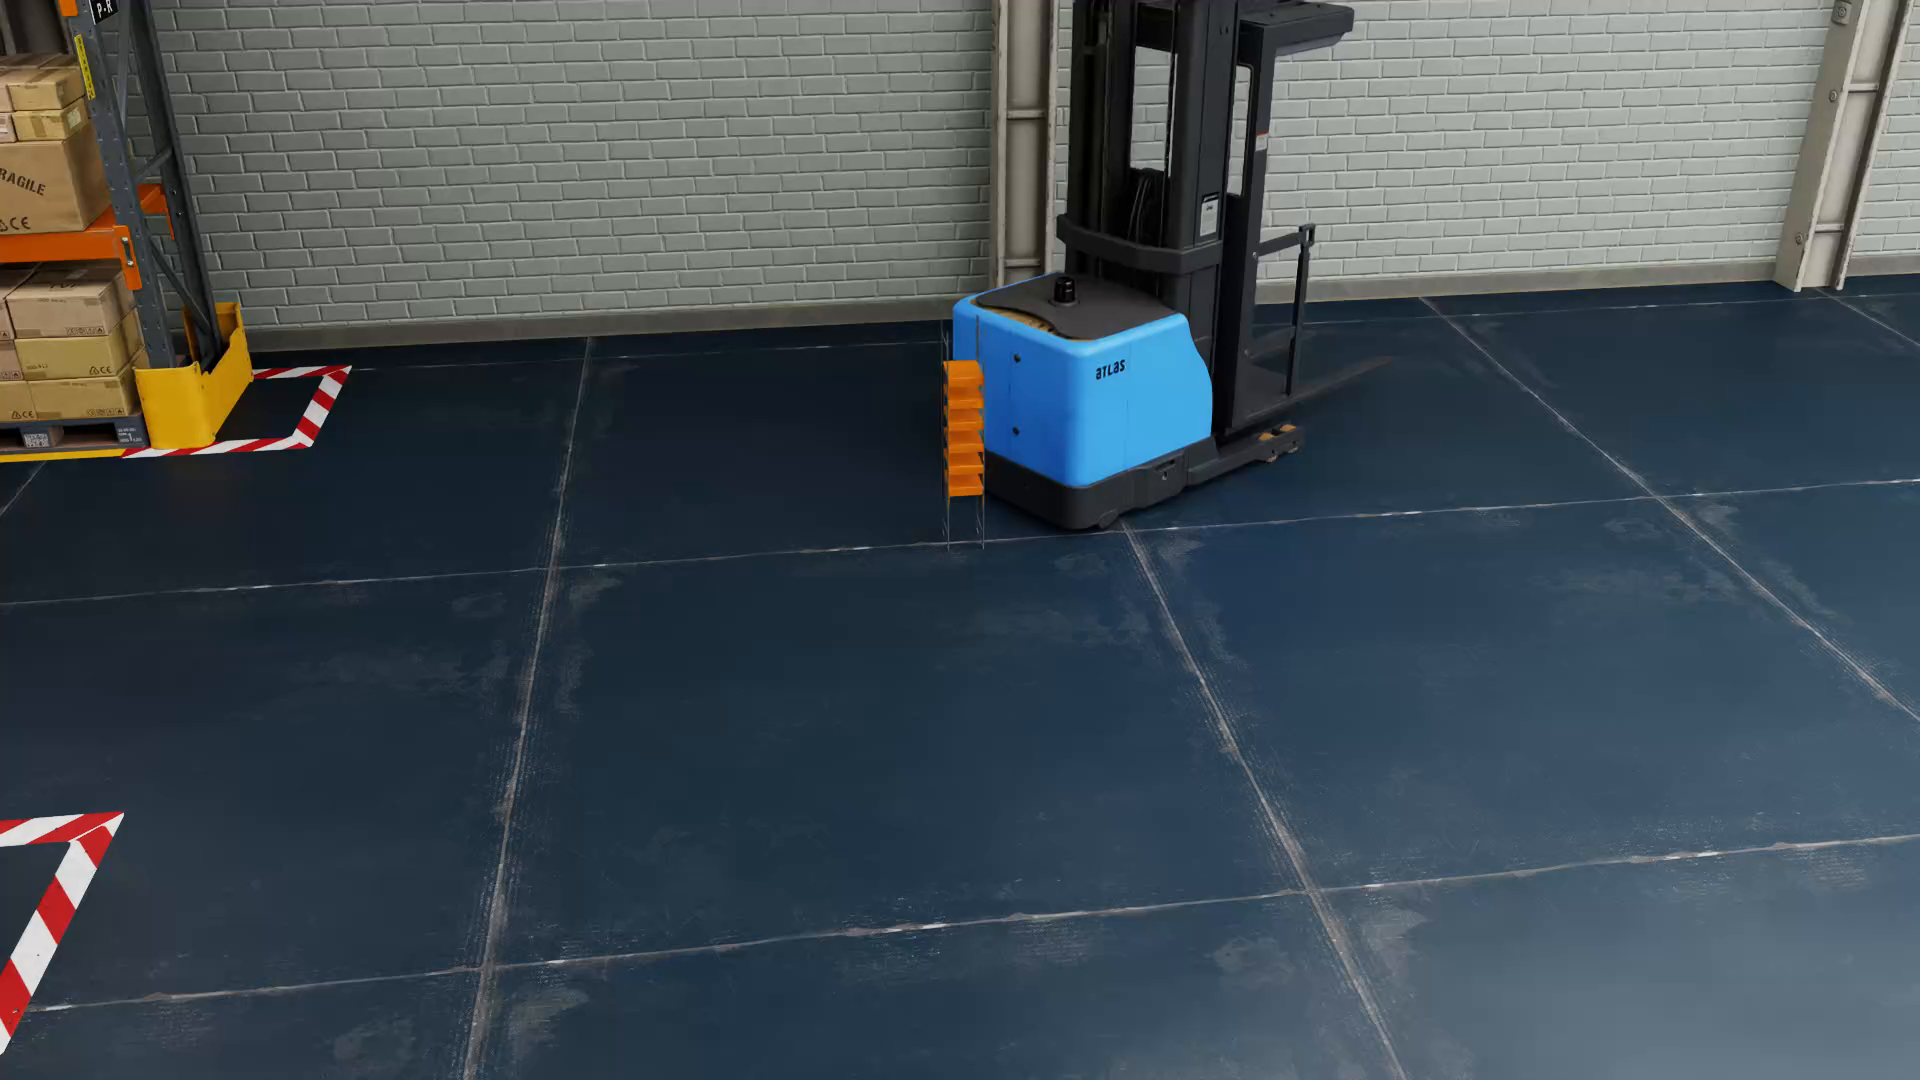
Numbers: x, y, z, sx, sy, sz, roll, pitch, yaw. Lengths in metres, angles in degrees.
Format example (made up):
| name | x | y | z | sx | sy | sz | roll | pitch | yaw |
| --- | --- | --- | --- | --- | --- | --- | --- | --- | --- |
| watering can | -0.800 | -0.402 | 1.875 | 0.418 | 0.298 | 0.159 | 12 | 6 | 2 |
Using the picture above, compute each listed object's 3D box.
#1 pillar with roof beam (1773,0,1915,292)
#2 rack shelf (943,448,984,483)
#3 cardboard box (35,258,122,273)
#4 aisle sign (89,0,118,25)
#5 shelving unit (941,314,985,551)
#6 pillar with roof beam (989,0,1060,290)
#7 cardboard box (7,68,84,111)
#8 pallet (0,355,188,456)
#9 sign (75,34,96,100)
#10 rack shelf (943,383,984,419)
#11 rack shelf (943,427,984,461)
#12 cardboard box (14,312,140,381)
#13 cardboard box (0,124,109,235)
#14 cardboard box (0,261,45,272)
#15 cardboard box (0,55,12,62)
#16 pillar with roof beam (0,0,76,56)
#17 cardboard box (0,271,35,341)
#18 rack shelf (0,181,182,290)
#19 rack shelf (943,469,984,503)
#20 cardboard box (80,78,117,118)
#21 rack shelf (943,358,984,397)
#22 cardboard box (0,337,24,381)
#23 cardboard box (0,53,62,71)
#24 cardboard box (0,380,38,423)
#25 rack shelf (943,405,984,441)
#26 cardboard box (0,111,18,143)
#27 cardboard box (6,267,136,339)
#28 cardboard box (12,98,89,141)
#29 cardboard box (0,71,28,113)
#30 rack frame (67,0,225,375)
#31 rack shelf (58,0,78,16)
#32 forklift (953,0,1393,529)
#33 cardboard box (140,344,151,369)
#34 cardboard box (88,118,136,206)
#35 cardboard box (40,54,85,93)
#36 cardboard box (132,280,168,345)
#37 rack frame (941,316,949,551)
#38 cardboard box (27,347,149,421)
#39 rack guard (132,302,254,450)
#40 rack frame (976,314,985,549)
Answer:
| name | x | y | z | sx | sy | sz | roll | pitch | yaw |
| --- | --- | --- | --- | --- | --- | --- | --- | --- | --- |
| pillar with roof beam | 6.964 | -3.984 | 6.656 | 0.400 | 9.000 | 9.100 | -4 | 27 | -7 |
| rack shelf | 0.014 | -0.388 | 8.553 | 0.180 | 0.103 | 0.258 | -4 | 27 | -7 |
| cardboard box | -5.206 | -1.598 | 10.034 | 0.500 | 0.250 | 0.500 | -4 | 27 | -8 |
| aisle sign | -4.598 | -3.162 | 8.780 | 0.004 | 0.787 | 0.394 | -4 | 27 | -7 |
| shelving unit | 0.014 | -0.535 | 8.478 | 0.189 | 1.200 | 0.258 | -4 | 27 | -7 |
| pillar with roof beam | 1.022 | -3.602 | 5.913 | 0.400 | 9.000 | 9.100 | -4 | 27 | -7 |
| cardboard box | -5.029 | -2.482 | 9.155 | 0.250 | 0.149 | 0.380 | -4 | 27 | -7 |
| pallet | -5.455 | -0.826 | 10.128 | 1.213 | 0.211 | 1.003 | -4 | 27 | -7 |
| sign | -4.642 | -2.509 | 8.825 | 0.005 | 0.325 | 0.100 | -4 | 27 | -7 |
| rack shelf | 0.014 | -0.709 | 8.389 | 0.180 | 0.103 | 0.258 | -4 | 27 | -7 |
| rack shelf | 0.014 | -0.495 | 8.498 | 0.180 | 0.103 | 0.258 | -4 | 27 | -7 |
| cardboard box | -5.142 | -1.148 | 9.706 | 0.500 | 0.250 | 0.500 | -4 | 27 | -8 |
| cardboard box | -5.155 | -2.029 | 9.308 | 0.500 | 0.500 | 0.500 | -4 | 27 | -8 |
| cardboard box | -5.701 | -1.564 | 9.969 | 0.500 | 0.250 | 0.500 | -4 | 27 | -7 |
| cardboard box | -5.590 | -2.650 | 9.483 | 0.250 | 0.149 | 0.380 | -3 | 27 | -6 |
| pillar with roof beam | -4.919 | -3.220 | 5.169 | 0.400 | 9.000 | 9.100 | -4 | 27 | -7 |
| cardboard box | -5.621 | -1.337 | 9.527 | 0.500 | 0.250 | 0.500 | -3 | 27 | -6 |
| rack shelf | -6.685 | -1.687 | 9.540 | 4.000 | 0.370 | 1.077 | -4 | 27 | -7 |
| rack shelf | 0.014 | -0.282 | 8.608 | 0.180 | 0.103 | 0.258 | -4 | 27 | -7 |
| cardboard box | -5.076 | -2.563 | 9.639 | 0.250 | 0.149 | 0.380 | -4 | 27 | -8 |
| rack shelf | 0.014 | -0.816 | 8.334 | 0.180 | 0.103 | 0.258 | -4 | 27 | -7 |
| cardboard box | -5.641 | -1.121 | 9.653 | 0.500 | 0.250 | 0.500 | -4 | 27 | -8 |
| cardboard box | -5.338 | -2.686 | 9.554 | 0.250 | 0.149 | 0.380 | -3 | 27 | -5 |
| cardboard box | -5.619 | -0.898 | 9.766 | 0.500 | 0.250 | 0.500 | -4 | 27 | -7 |
| rack shelf | 0.014 | -0.602 | 8.443 | 0.180 | 0.103 | 0.258 | -4 | 27 | -7 |
| cardboard box | -5.257 | -2.289 | 9.105 | 0.250 | 0.149 | 0.380 | -3 | 27 | -6 |
| cardboard box | -5.117 | -1.372 | 9.595 | 0.500 | 0.250 | 0.500 | -3 | 27 | -5 |
| cardboard box | -5.008 | -2.319 | 9.163 | 0.250 | 0.149 | 0.380 | -3 | 27 | -6 |
| cardboard box | -5.269 | -2.452 | 9.097 | 0.250 | 0.149 | 0.380 | -4 | 27 | -7 |
| rack frame | -4.704 | -2.134 | 9.624 | 0.127 | 3.000 | 1.000 | -4 | 27 | -7 |
| rack shelf | -6.685 | -3.021 | 8.855 | 4.000 | 0.370 | 1.077 | -4 | 27 | -7 |
| forklift | 1.385 | -1.913 | 9.268 | 3.031 | 2.935 | 1.130 | -22 | 34 | -36 |
| cardboard box | -5.218 | -1.155 | 10.267 | 0.500 | 0.250 | 0.500 | -4 | 27 | -7 |
| cardboard box | -5.233 | -2.273 | 9.784 | 0.500 | 0.500 | 0.500 | -3 | 27 | -5 |
| cardboard box | -5.066 | -2.675 | 9.531 | 0.250 | 0.149 | 0.380 | -4 | 27 | -8 |
| cardboard box | -5.199 | -1.384 | 10.166 | 0.500 | 0.250 | 0.500 | -3 | 27 | -6 |
| rack frame | -0.076 | -0.529 | 8.467 | 0.006 | 1.200 | 0.240 | -4 | 27 | -7 |
| cardboard box | -5.125 | -0.925 | 9.819 | 0.500 | 0.250 | 0.500 | -3 | 27 | -7 |
| rack guard | -4.680 | -1.024 | 10.197 | 0.348 | 0.500 | 1.175 | -4 | 27 | -7 |
| rack frame | 0.105 | -0.541 | 8.489 | 0.006 | 1.200 | 0.240 | -4 | 27 | -7 |
